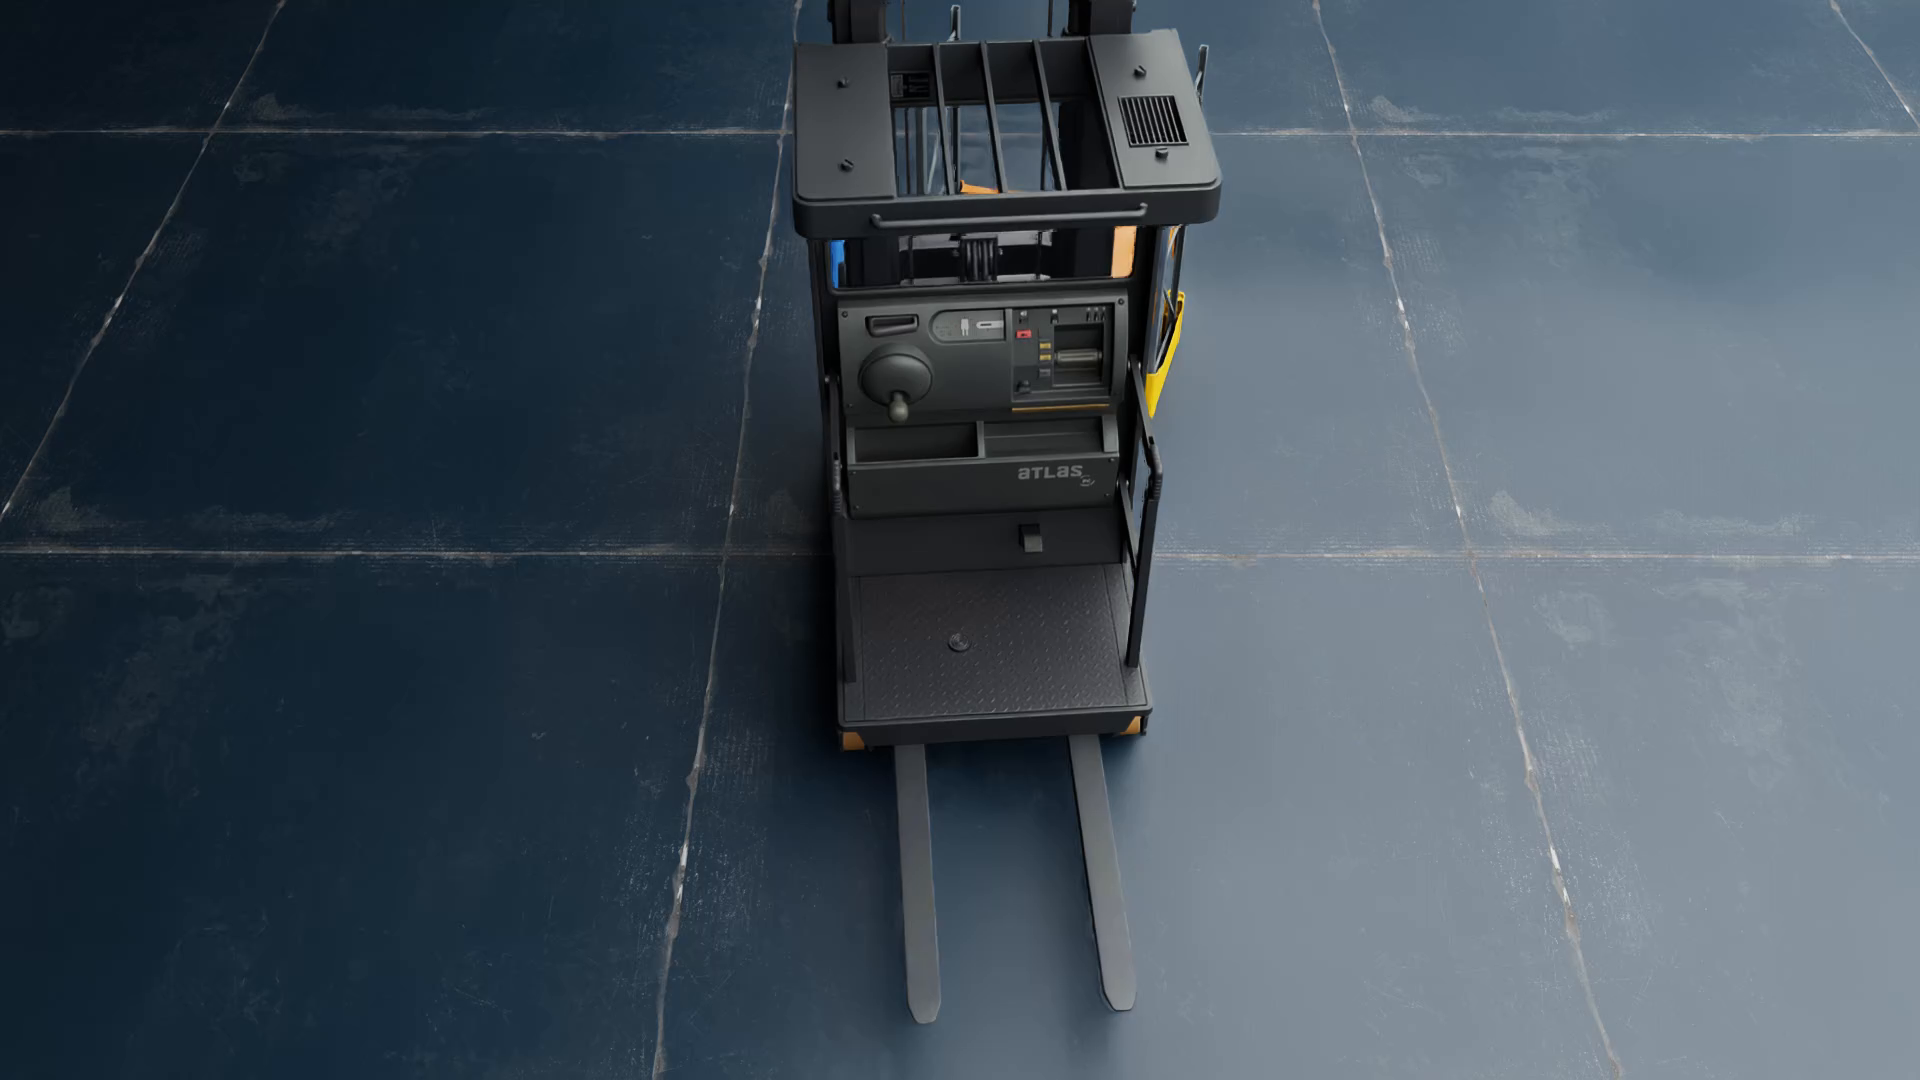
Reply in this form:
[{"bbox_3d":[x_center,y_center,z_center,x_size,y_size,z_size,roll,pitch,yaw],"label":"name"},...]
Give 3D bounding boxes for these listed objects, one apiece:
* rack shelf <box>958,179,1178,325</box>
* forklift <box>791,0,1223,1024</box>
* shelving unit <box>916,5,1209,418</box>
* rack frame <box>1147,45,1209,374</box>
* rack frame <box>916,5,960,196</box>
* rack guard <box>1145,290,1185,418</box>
[{"bbox_3d":[0.399,-1.239,7.124,1.000,0.185,0.538,13,48,12],"label":"rack shelf"},{"bbox_3d":[0.093,-0.494,5.207,1.130,2.935,3.031,-3,47,-3],"label":"forklift"},{"bbox_3d":[0.408,-1.359,6.990,1.083,1.500,0.587,13,48,12],"label":"shelving unit"},{"bbox_3d":[0.884,-1.250,6.889,0.032,1.500,0.500,13,48,12],"label":"rack frame"},{"bbox_3d":[-0.086,-1.472,7.096,0.032,1.500,0.500,13,48,12],"label":"rack frame"},{"bbox_3d":[0.883,-0.825,7.347,0.087,0.250,0.587,13,48,12],"label":"rack guard"}]
